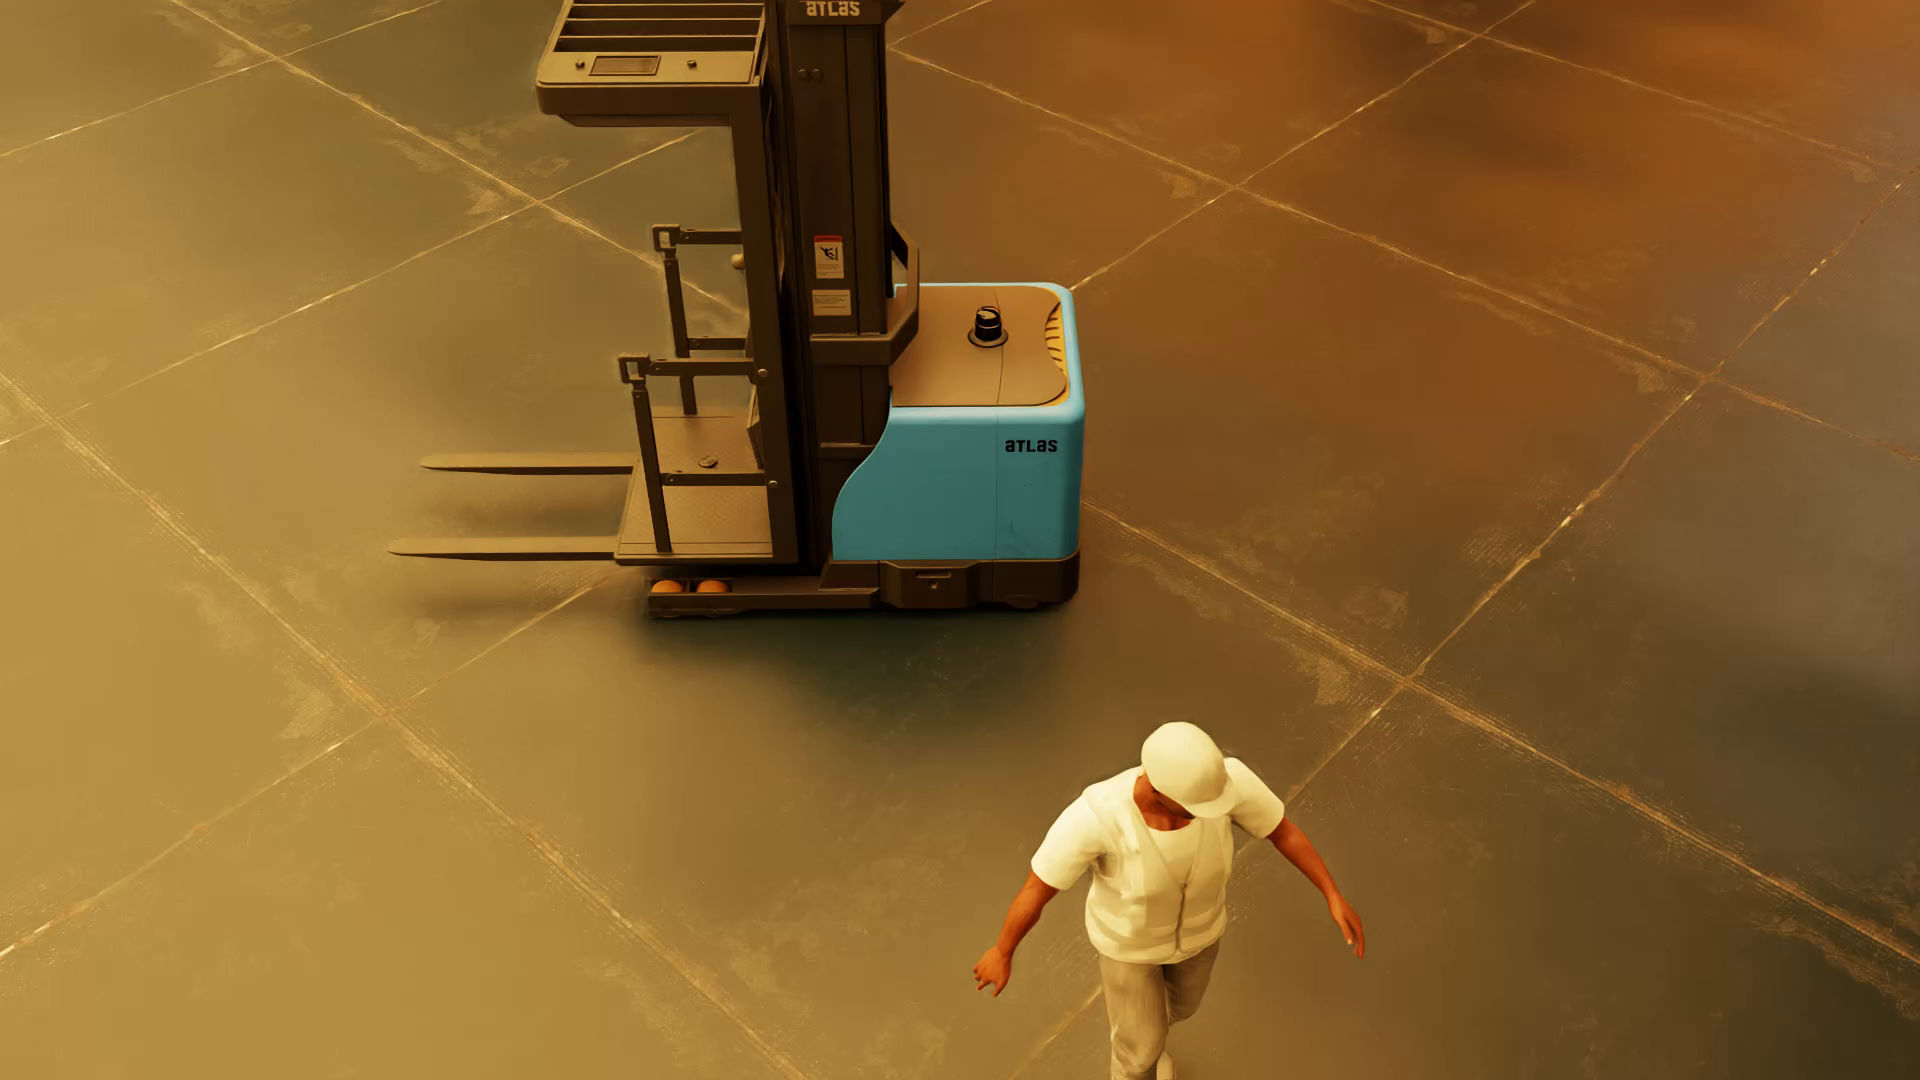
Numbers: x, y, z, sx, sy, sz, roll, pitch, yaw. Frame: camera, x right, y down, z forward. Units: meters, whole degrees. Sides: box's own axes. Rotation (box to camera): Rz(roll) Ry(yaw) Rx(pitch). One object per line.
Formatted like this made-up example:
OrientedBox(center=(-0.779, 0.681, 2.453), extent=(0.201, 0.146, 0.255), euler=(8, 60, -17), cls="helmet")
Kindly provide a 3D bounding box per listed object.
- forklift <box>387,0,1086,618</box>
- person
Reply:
OrientedBox(center=(-0.999, -1.120, 6.734), extent=(3.031, 2.935, 1.130), euler=(0, 41, 0), cls="forklift")
OrientedBox(center=(0.594, 1.241, 4.921), extent=(1.052, 1.765, 0.707), euler=(-14, 42, -15), cls="person")
